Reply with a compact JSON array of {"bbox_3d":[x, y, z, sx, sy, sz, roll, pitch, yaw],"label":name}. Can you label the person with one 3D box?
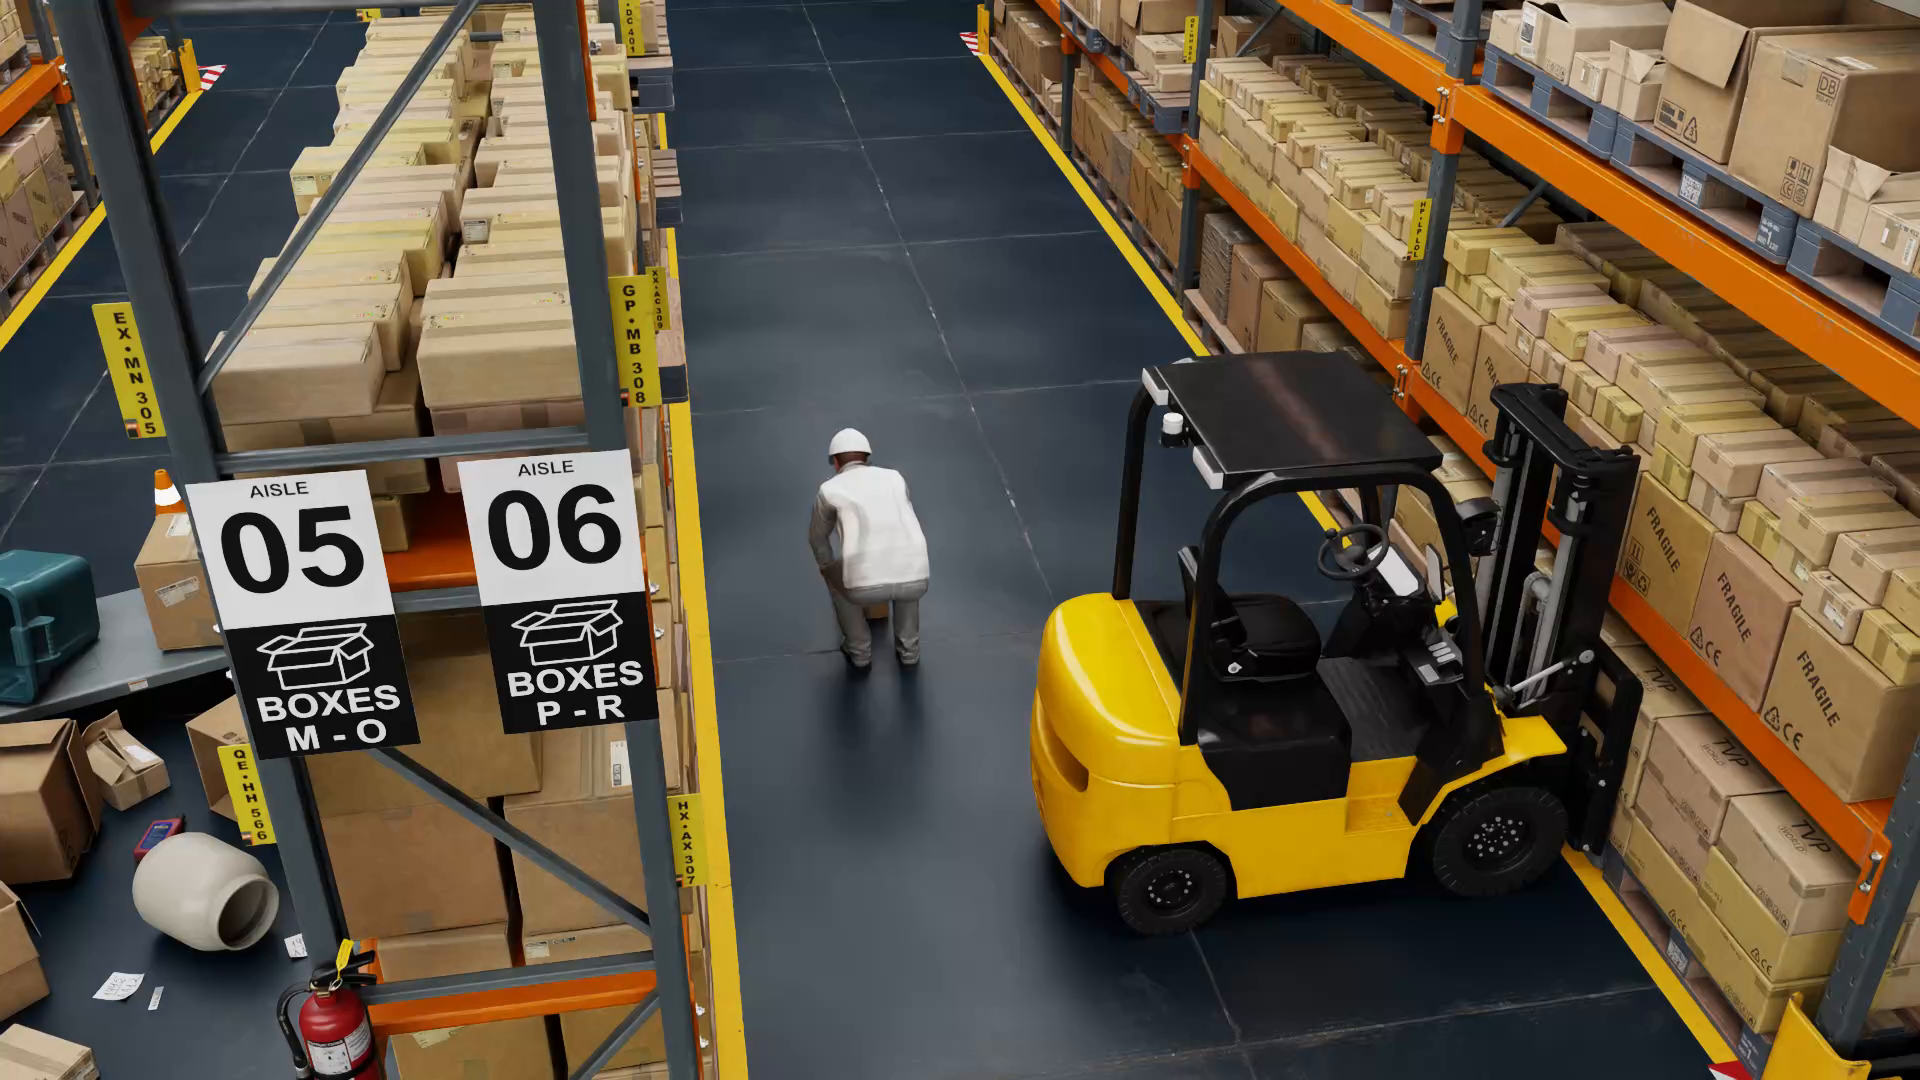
[{"bbox_3d":[-0.481,0.074,8.627,0.560,1.126,0.875,-7,31,-12],"label":"person"}]
